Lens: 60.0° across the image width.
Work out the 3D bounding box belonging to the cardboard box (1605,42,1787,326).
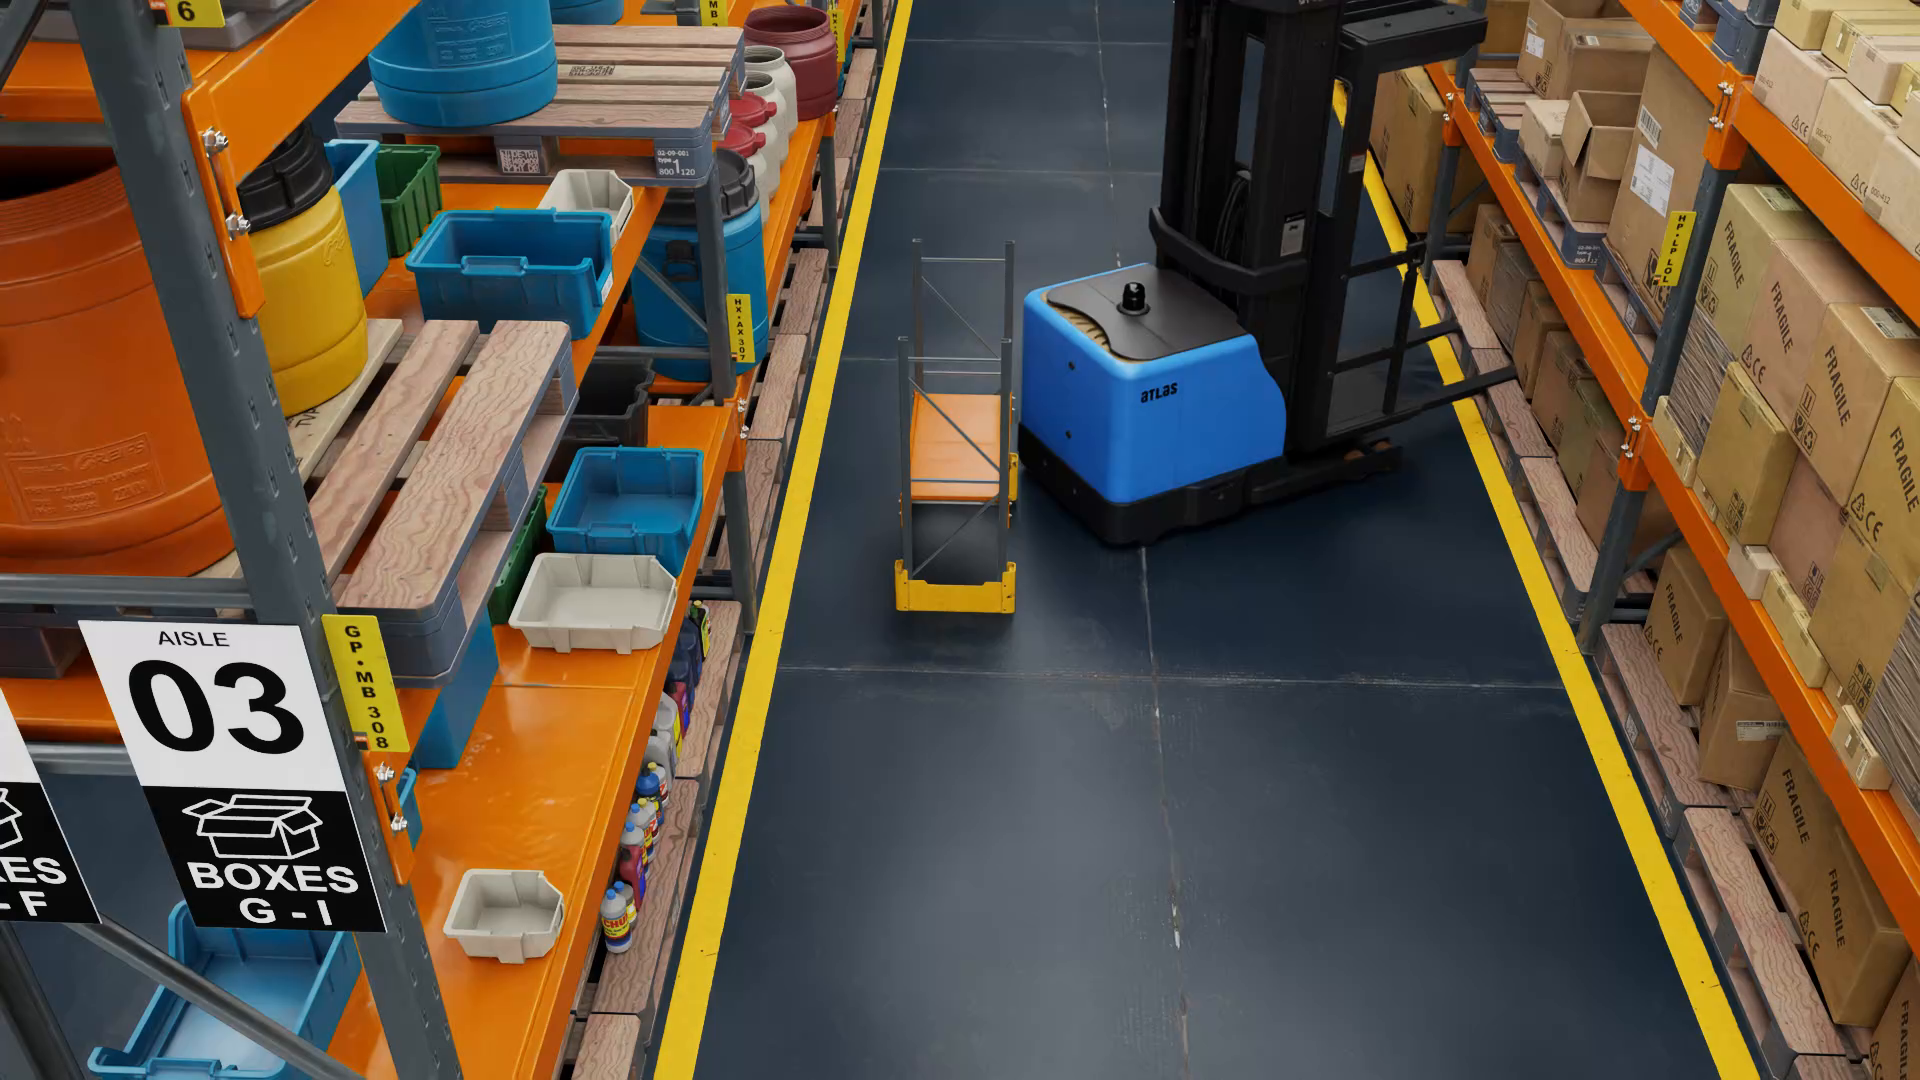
[{"bbox_3d":[3.631,-1.569,7.432,1.000,1.000,1.000,2,35,2],"label":"cardboard box"}]

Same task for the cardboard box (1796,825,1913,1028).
[{"bbox_3d":[3.374,1.389,5.920,0.500,0.500,0.500,4,35,6],"label":"cardboard box"}]

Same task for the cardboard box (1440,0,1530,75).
[{"bbox_3d":[3.392,-3.327,10.733,0.500,0.500,0.500,2,35,3],"label":"cardboard box"}]

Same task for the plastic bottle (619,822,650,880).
[{"bbox_3d":[-1.253,1.190,6.383,0.097,0.271,0.097,0,35,0],"label":"plastic bottle"}]

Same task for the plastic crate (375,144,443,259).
[{"bbox_3d":[-1.825,-1.053,5.161,0.336,0.188,0.450,1,35,2],"label":"plastic crate"}]

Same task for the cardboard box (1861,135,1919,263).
[{"bbox_3d":[3.138,-1.022,5.063,0.500,0.250,0.500,0,35,0],"label":"cardboard box"}]

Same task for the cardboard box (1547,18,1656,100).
[{"bbox_3d":[3.715,-2.575,9.299,0.700,0.500,0.500,6,36,9],"label":"cardboard box"}]

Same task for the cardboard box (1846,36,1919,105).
[{"bbox_3d":[3.163,-1.537,5.449,0.380,0.149,0.250,2,35,2],"label":"cardboard box"}]

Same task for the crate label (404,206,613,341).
[{"bbox_3d":[-1.245,-0.749,4.673,0.502,0.251,0.408,1,35,2],"label":"crate label"}]

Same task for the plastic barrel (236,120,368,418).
[{"bbox_3d":[-1.732,-0.649,3.872,0.600,0.588,0.600,0,35,0],"label":"plastic barrel"}]

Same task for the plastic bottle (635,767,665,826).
[{"bbox_3d":[-1.240,1.016,6.631,0.097,0.271,0.097,0,35,0],"label":"plastic bottle"}]

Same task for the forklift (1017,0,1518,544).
[{"bbox_3d":[1.862,-1.775,8.673,3.031,2.935,1.130,-17,39,-23],"label":"forklift"}]

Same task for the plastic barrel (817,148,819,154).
[{"bbox_3d":[-1.281,-3.226,12.410,0.600,0.588,0.708,1,35,2],"label":"plastic barrel"}]

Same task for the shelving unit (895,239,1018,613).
[{"bbox_3d":[-0.003,-0.570,8.202,0.587,1.500,1.083,1,35,2],"label":"shelving unit"}]

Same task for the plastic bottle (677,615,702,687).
[{"bbox_3d":[-1.228,0.468,7.343,0.144,0.351,0.185,0,35,1],"label":"plastic bottle"}]

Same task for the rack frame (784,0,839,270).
[{"bbox_3d":[-1.329,-3.111,10.513,1.000,3.000,0.127,1,35,2],"label":"rack frame"}]

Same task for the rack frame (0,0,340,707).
[{"bbox_3d":[-1.651,-0.969,2.248,1.000,3.000,0.127,1,35,2],"label":"rack frame"}]

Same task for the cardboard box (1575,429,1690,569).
[{"bbox_3d":[3.505,-0.208,8.174,0.700,0.500,0.500,-1,35,-2],"label":"cardboard box"}]

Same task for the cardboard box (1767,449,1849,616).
[{"bbox_3d":[3.404,-0.028,5.781,0.875,0.500,0.500,1,35,2],"label":"cardboard box"}]

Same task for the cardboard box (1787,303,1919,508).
[{"bbox_3d":[3.148,-0.443,5.502,0.500,0.500,0.500,1,35,2],"label":"cardboard box"}]

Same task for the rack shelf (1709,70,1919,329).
[{"bbox_3d":[3.379,-0.482,4.790,1.077,0.370,4.000,1,35,2],"label":"rack shelf"}]

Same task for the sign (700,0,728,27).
[{"bbox_3d":[-0.941,-2.025,6.351,0.100,0.325,0.005,1,35,2],"label":"sign"}]

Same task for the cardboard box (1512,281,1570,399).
[{"bbox_3d":[3.587,-1.123,9.477,0.700,0.500,0.500,4,35,6],"label":"cardboard box"}]

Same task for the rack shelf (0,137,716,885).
[{"bbox_3d":[-1.570,-0.597,4.953,1.077,0.370,4.000,1,35,2],"label":"rack shelf"}]

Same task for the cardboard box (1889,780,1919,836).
[{"bbox_3d":[3.137,0.816,5.145,0.380,0.149,0.250,1,35,2],"label":"cardboard box"}]

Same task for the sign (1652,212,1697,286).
[{"bbox_3d":[2.904,-1.183,6.763,0.100,0.325,0.005,1,35,2],"label":"sign"}]

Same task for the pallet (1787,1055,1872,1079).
[{"bbox_3d":[3.369,2.231,5.338,1.003,0.211,1.213,1,35,2],"label":"pallet"}]

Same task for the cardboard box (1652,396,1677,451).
[{"bbox_3d":[3.150,-0.479,6.987,0.380,0.149,0.250,1,35,2],"label":"cardboard box"}]

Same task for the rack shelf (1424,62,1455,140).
[{"bbox_3d":[3.700,-3.851,12.192,1.077,0.370,4.000,1,35,2],"label":"rack shelf"}]

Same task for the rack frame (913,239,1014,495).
[{"bbox_3d":[0.017,-0.857,8.610,0.500,1.500,0.032,1,35,2],"label":"rack frame"}]

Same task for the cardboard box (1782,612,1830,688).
[{"bbox_3d":[3.103,0.383,5.760,0.380,0.149,0.250,1,35,2],"label":"cardboard box"}]

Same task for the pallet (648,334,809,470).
[{"bbox_3d":[-1.451,-0.827,9.688,1.003,0.211,1.213,1,35,2],"label":"pallet"}]

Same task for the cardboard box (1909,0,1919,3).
[{"bbox_3d":[3.577,-2.407,6.449,0.797,0.503,0.637,0,35,0],"label":"cardboard box"}]

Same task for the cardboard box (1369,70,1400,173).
[{"bbox_3d":[3.712,-3.207,12.133,1.225,0.875,0.875,1,35,2],"label":"cardboard box"}]

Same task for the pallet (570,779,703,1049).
[{"bbox_3d":[-1.605,1.416,6.498,1.003,0.211,1.213,1,35,2],"label":"pallet"}]

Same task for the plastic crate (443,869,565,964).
[{"bbox_3d":[-1.293,1.087,4.770,0.298,0.136,0.250,1,35,2],"label":"plastic crate"}]

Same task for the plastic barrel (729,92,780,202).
[{"bbox_3d":[-1.186,-2.083,8.933,0.433,0.535,0.433,0,35,0],"label":"plastic barrel"}]

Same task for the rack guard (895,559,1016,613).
[{"bbox_3d":[-0.023,0.228,8.154,0.587,0.250,0.087,1,35,2],"label":"rack guard"}]

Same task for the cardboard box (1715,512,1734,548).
[{"bbox_3d":[3.144,-0.047,6.373,0.380,0.149,0.250,1,35,2],"label":"cardboard box"}]

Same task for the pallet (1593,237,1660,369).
[{"bbox_3d":[3.635,-1.056,7.756,1.003,0.211,1.213,1,35,2],"label":"pallet"}]

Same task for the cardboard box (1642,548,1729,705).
[{"bbox_3d":[3.403,0.381,7.353,0.500,0.500,0.500,0,35,0],"label":"cardboard box"}]

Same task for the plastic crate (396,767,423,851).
[{"bbox_3d":[-1.898,0.879,4.966,0.499,0.251,0.408,1,35,2],"label":"plastic crate"}]

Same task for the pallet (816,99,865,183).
[{"bbox_3d":[-1.287,-3.123,12.956,1.003,0.211,1.213,1,35,2],"label":"pallet"}]

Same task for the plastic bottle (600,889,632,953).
[{"bbox_3d":[-1.266,1.387,6.103,0.097,0.271,0.097,0,35,0],"label":"plastic bottle"}]

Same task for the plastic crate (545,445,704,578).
[{"bbox_3d":[-1.263,-0.110,6.372,0.499,0.251,0.616,1,35,2],"label":"plastic crate"}]

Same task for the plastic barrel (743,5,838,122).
[{"bbox_3d":[-1.045,-2.893,10.085,0.600,0.536,0.708,1,35,2],"label":"plastic barrel"}]

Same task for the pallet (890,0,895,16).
[{"bbox_3d":[-1.132,-5.394,16.187,1.003,0.211,1.213,1,35,2],"label":"pallet"}]

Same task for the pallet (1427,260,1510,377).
[{"bbox_3d":[3.587,-1.407,10.514,1.003,0.211,1.213,1,35,2],"label":"pallet"}]

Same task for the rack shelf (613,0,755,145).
[{"bbox_3d":[-1.410,-2.895,8.223,1.077,0.370,4.000,1,35,2],"label":"rack shelf"}]

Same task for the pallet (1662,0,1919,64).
[{"bbox_3d":[3.590,-2.201,6.773,1.213,0.211,1.003,1,35,2],"label":"pallet"}]

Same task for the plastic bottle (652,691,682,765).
[{"bbox_3d":[-1.248,0.764,6.922,0.144,0.351,0.185,1,35,2],"label":"plastic bottle"}]

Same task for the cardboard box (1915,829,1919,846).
[{"bbox_3d":[3.248,0.832,4.558,0.875,0.500,0.500,1,35,2],"label":"cardboard box"}]

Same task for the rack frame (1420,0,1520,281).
[{"bbox_3d":[3.620,-2.996,10.351,1.000,3.000,0.127,1,35,2],"label":"rack frame"}]

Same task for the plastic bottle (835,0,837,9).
[{"bbox_3d":[-0.920,-3.896,11.743,0.097,0.271,0.097,0,35,0],"label":"plastic bottle"}]
